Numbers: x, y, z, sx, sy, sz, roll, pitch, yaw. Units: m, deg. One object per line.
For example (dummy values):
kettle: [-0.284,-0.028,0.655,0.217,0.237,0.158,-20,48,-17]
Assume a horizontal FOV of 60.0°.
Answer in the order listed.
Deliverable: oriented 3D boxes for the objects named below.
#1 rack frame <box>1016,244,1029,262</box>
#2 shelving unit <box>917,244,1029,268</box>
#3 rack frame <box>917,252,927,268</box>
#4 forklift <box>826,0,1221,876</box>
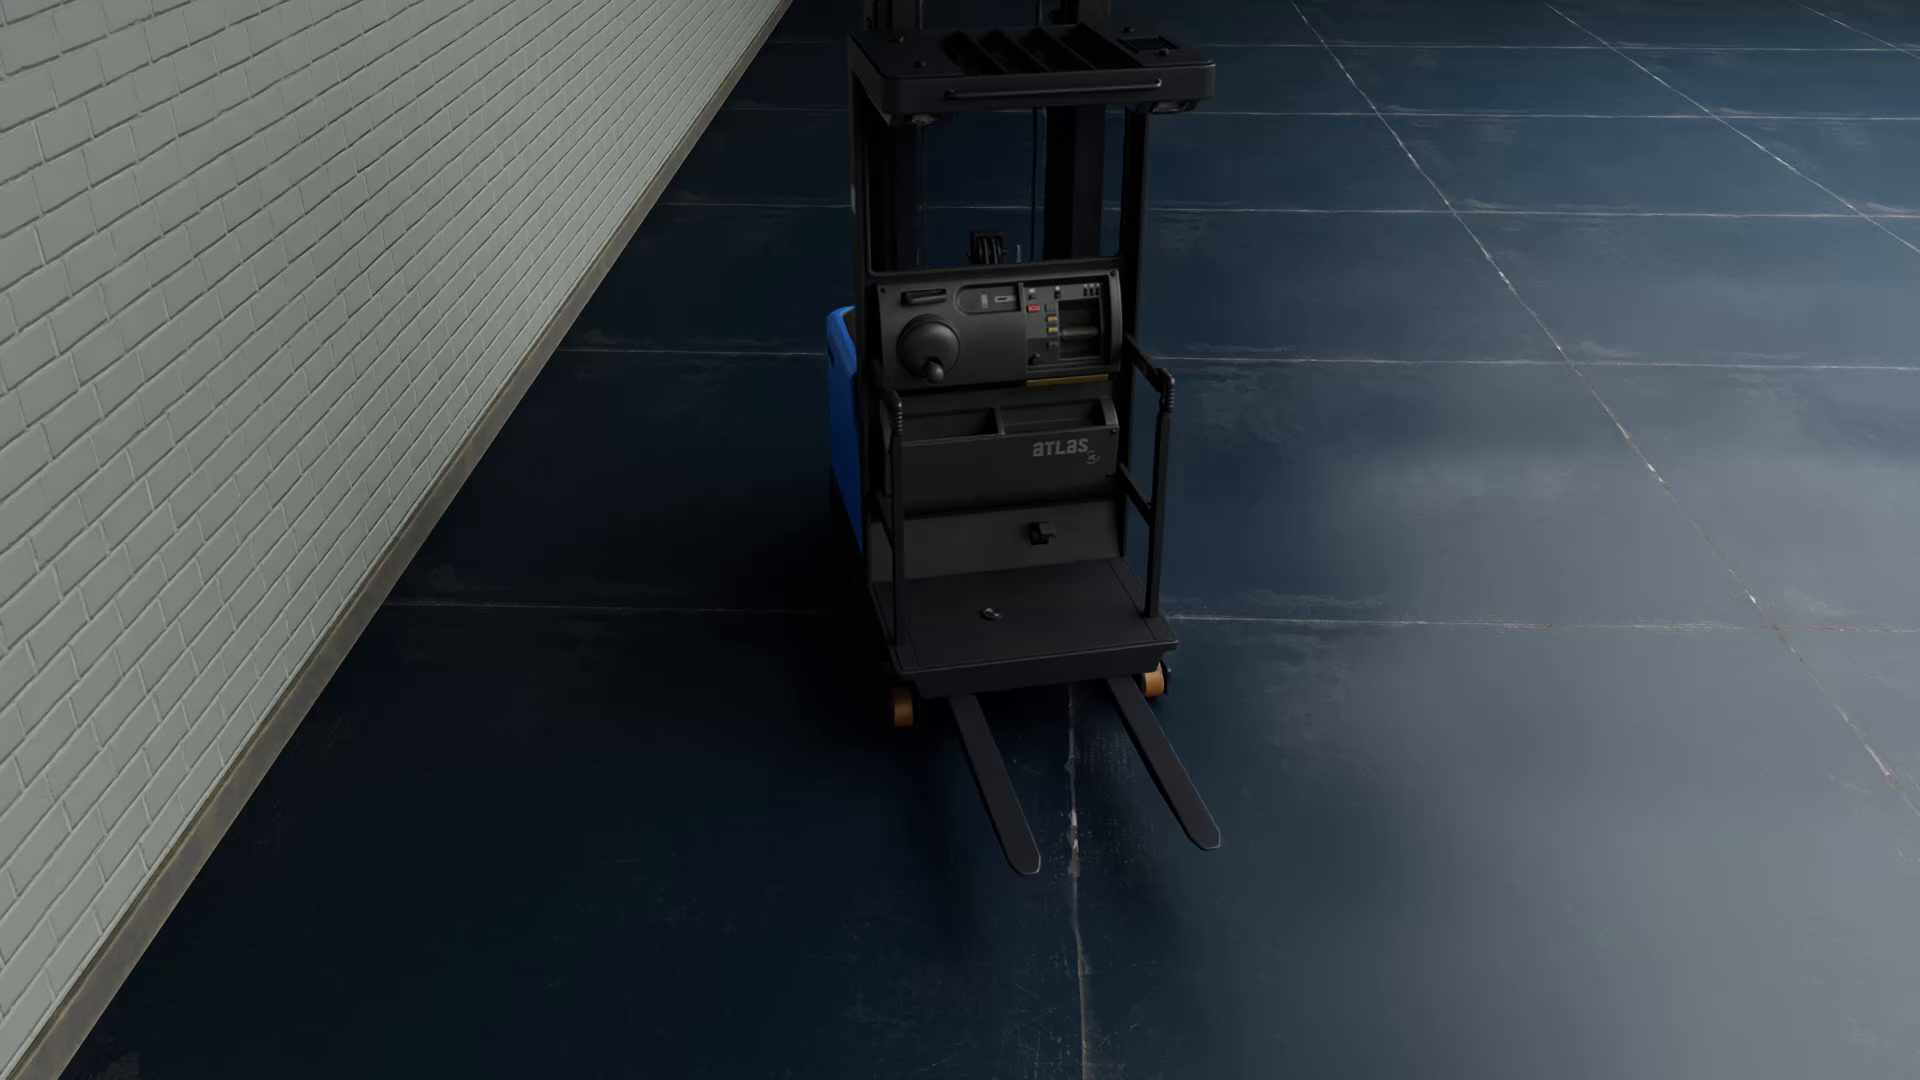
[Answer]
rack frame: [0.294,-0.803,7.984,0.015,1.200,0.240,-6,28,-11]
shelving unit: [0.056,-0.779,7.938,0.503,1.200,0.258,-6,28,-11]
rack frame: [-0.183,-0.755,7.893,0.015,1.200,0.240,-6,28,-11]
forklift: [0.201,-0.762,6.058,1.130,2.935,3.031,-6,28,-11]
